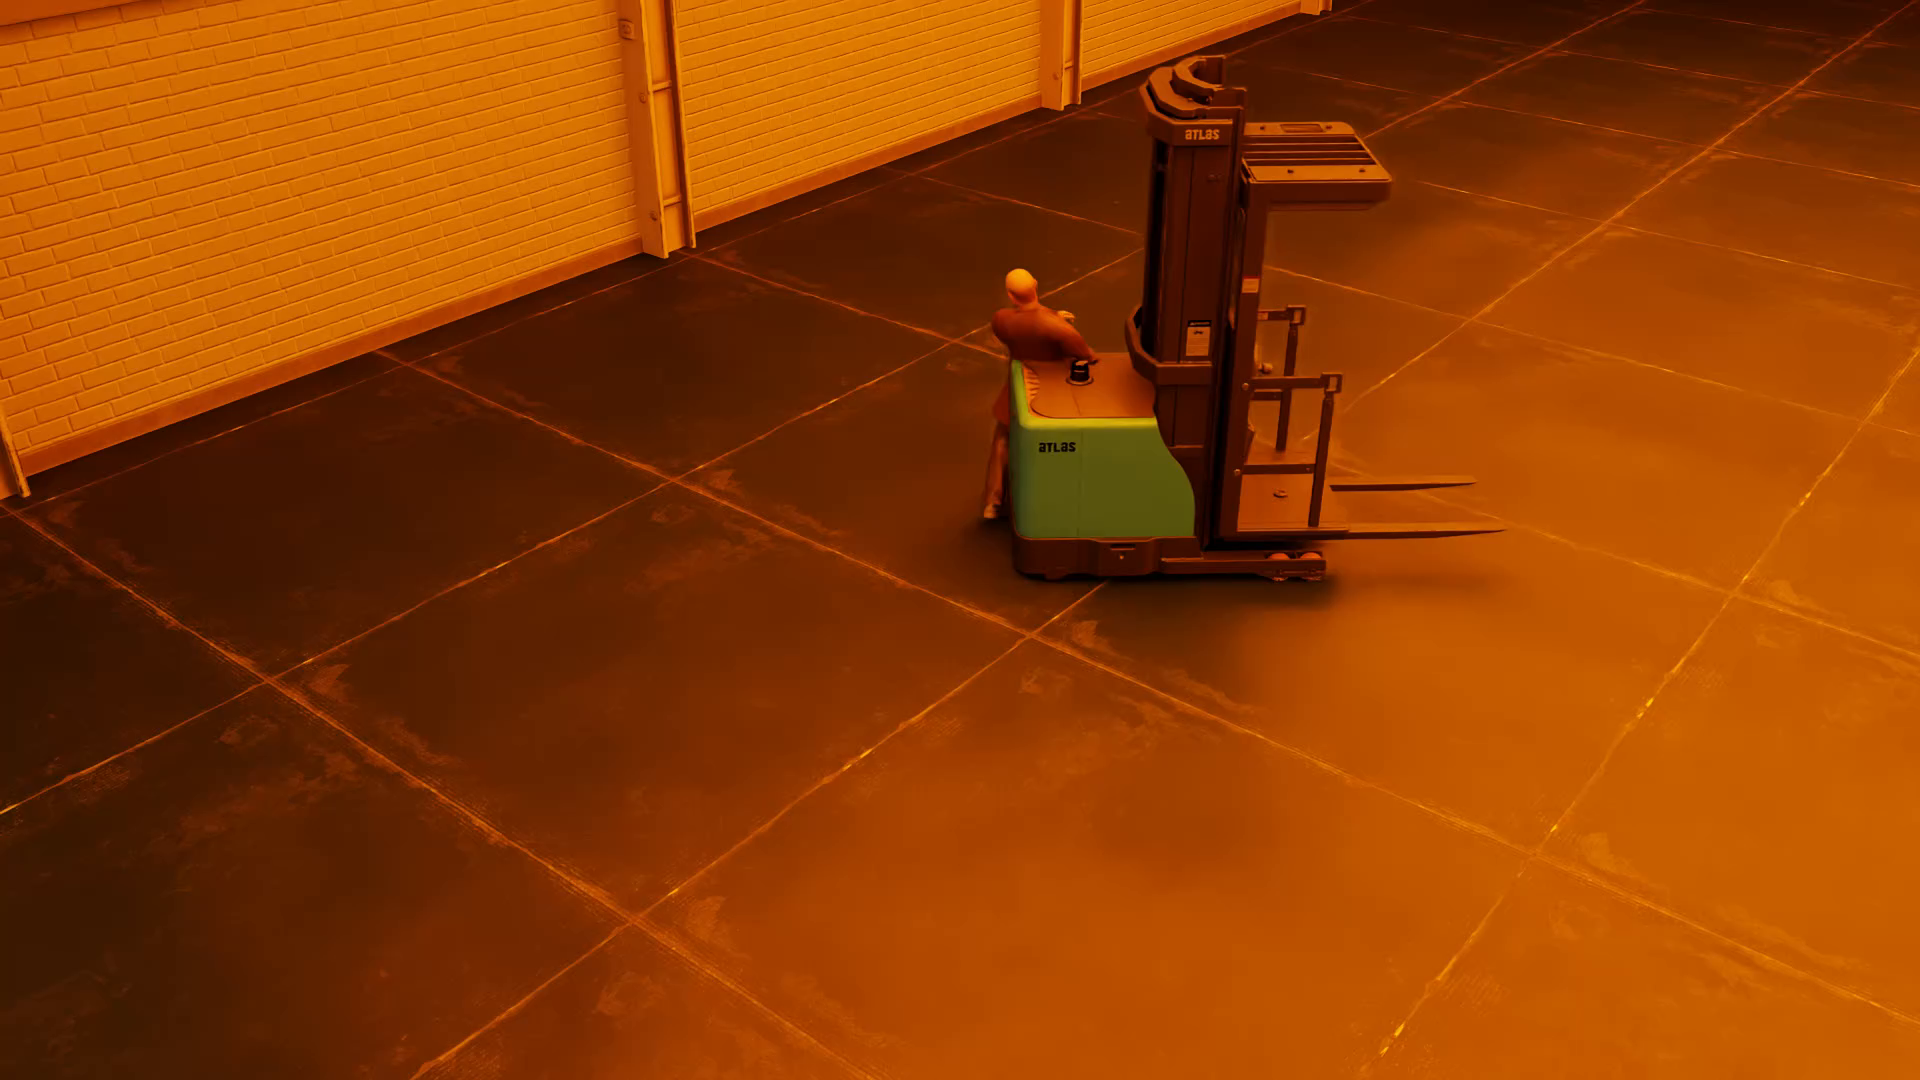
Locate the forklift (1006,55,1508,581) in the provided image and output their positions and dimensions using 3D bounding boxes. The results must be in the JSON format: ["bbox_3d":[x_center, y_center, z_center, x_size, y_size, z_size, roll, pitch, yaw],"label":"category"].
[{"bbox_3d":[1.829,-1.285,9.793,3.031,2.935,1.130,-1,30,-2],"label":"forklift"}]

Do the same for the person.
[{"bbox_3d":[0.606,-0.953,10.498,0.827,1.658,0.943,8,31,14],"label":"person"}]
